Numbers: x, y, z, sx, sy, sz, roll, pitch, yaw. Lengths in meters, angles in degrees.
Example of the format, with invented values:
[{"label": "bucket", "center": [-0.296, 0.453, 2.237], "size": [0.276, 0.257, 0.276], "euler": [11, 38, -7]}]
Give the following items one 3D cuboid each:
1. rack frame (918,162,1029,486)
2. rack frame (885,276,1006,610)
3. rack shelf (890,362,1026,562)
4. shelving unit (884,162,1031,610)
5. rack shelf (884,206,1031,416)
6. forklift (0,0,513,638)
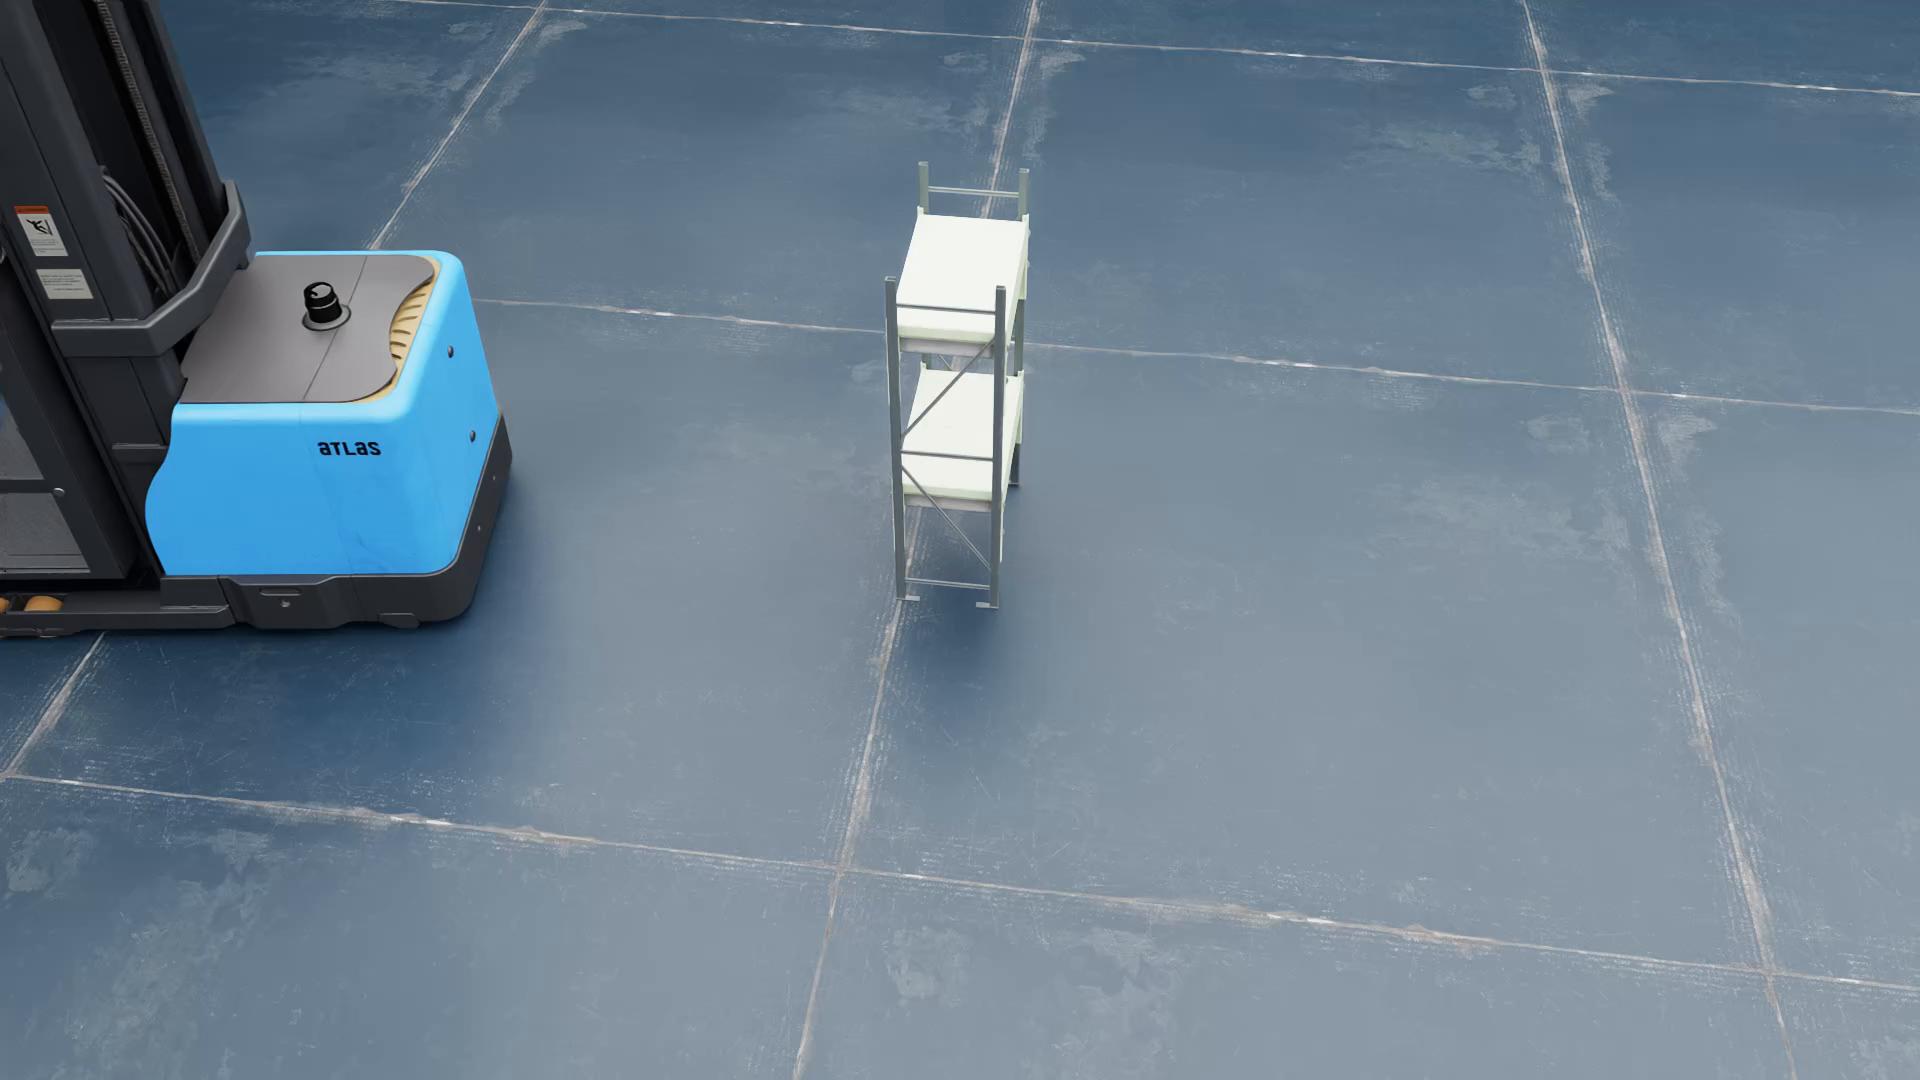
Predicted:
[{"label": "rack frame", "center": [0.049, -0.799, 6.503], "size": [0.400, 1.500, 0.023], "euler": [5, 44, 6]}, {"label": "rack frame", "center": [-0.048, -0.300, 5.976], "size": [0.400, 1.500, 0.023], "euler": [5, 44, 6]}, {"label": "rack shelf", "center": [0.001, -0.312, 6.463], "size": [0.431, 0.370, 0.720], "euler": [5, 44, 6]}, {"label": "shelving unit", "center": [0.001, -0.549, 6.239], "size": [0.431, 1.500, 0.755], "euler": [5, 44, 6]}, {"label": "rack shelf", "center": [0.001, -0.833, 5.971], "size": [0.431, 0.370, 0.720], "euler": [5, 44, 6]}, {"label": "forklift", "center": [-3.397, -1.057, 5.734], "size": [3.031, 2.935, 1.130], "euler": [0, 43, 0]}]
